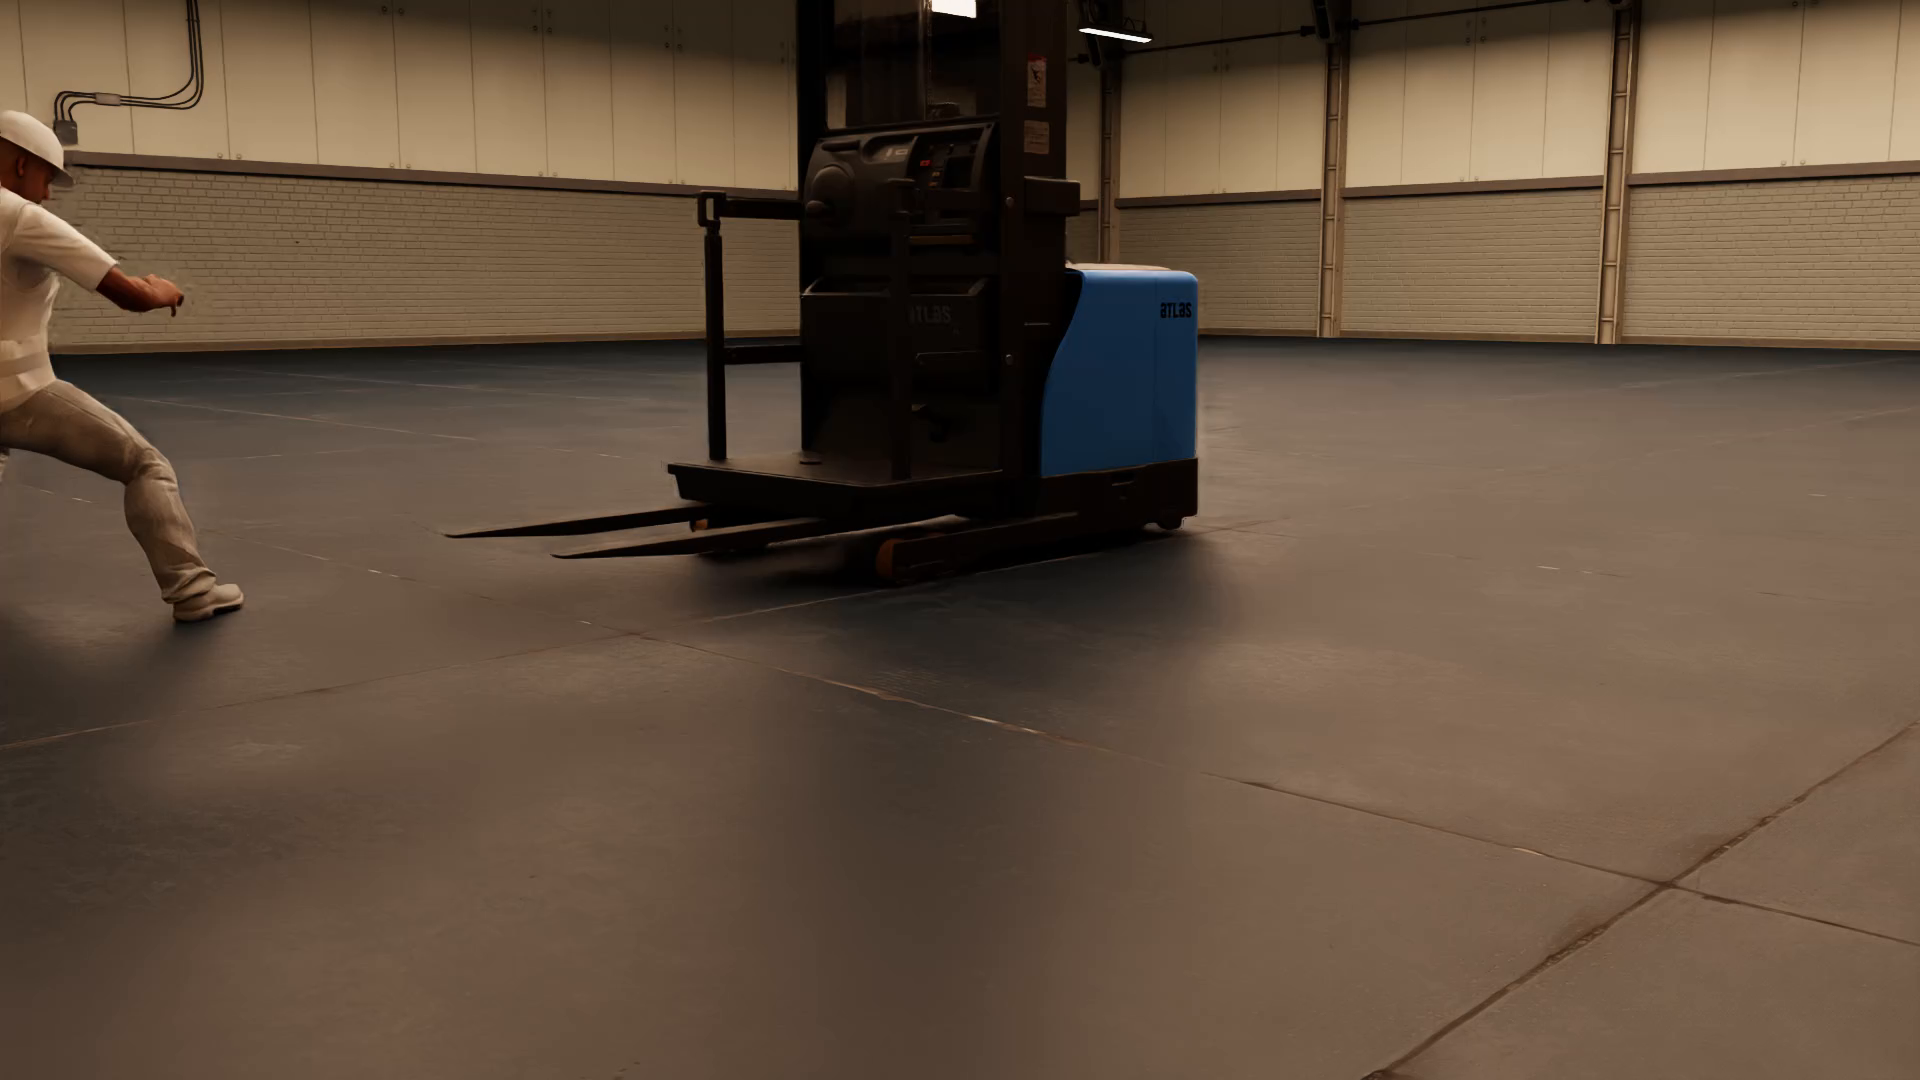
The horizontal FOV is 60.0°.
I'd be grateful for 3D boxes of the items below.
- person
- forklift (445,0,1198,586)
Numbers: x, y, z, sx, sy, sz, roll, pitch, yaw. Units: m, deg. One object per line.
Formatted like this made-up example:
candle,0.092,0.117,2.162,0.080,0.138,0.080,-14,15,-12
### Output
person,-2.876,-0.540,5.173,1.181,1.532,0.710,4,9,25
forklift,-0.381,-1.378,6.023,1.130,2.935,3.031,8,12,42
